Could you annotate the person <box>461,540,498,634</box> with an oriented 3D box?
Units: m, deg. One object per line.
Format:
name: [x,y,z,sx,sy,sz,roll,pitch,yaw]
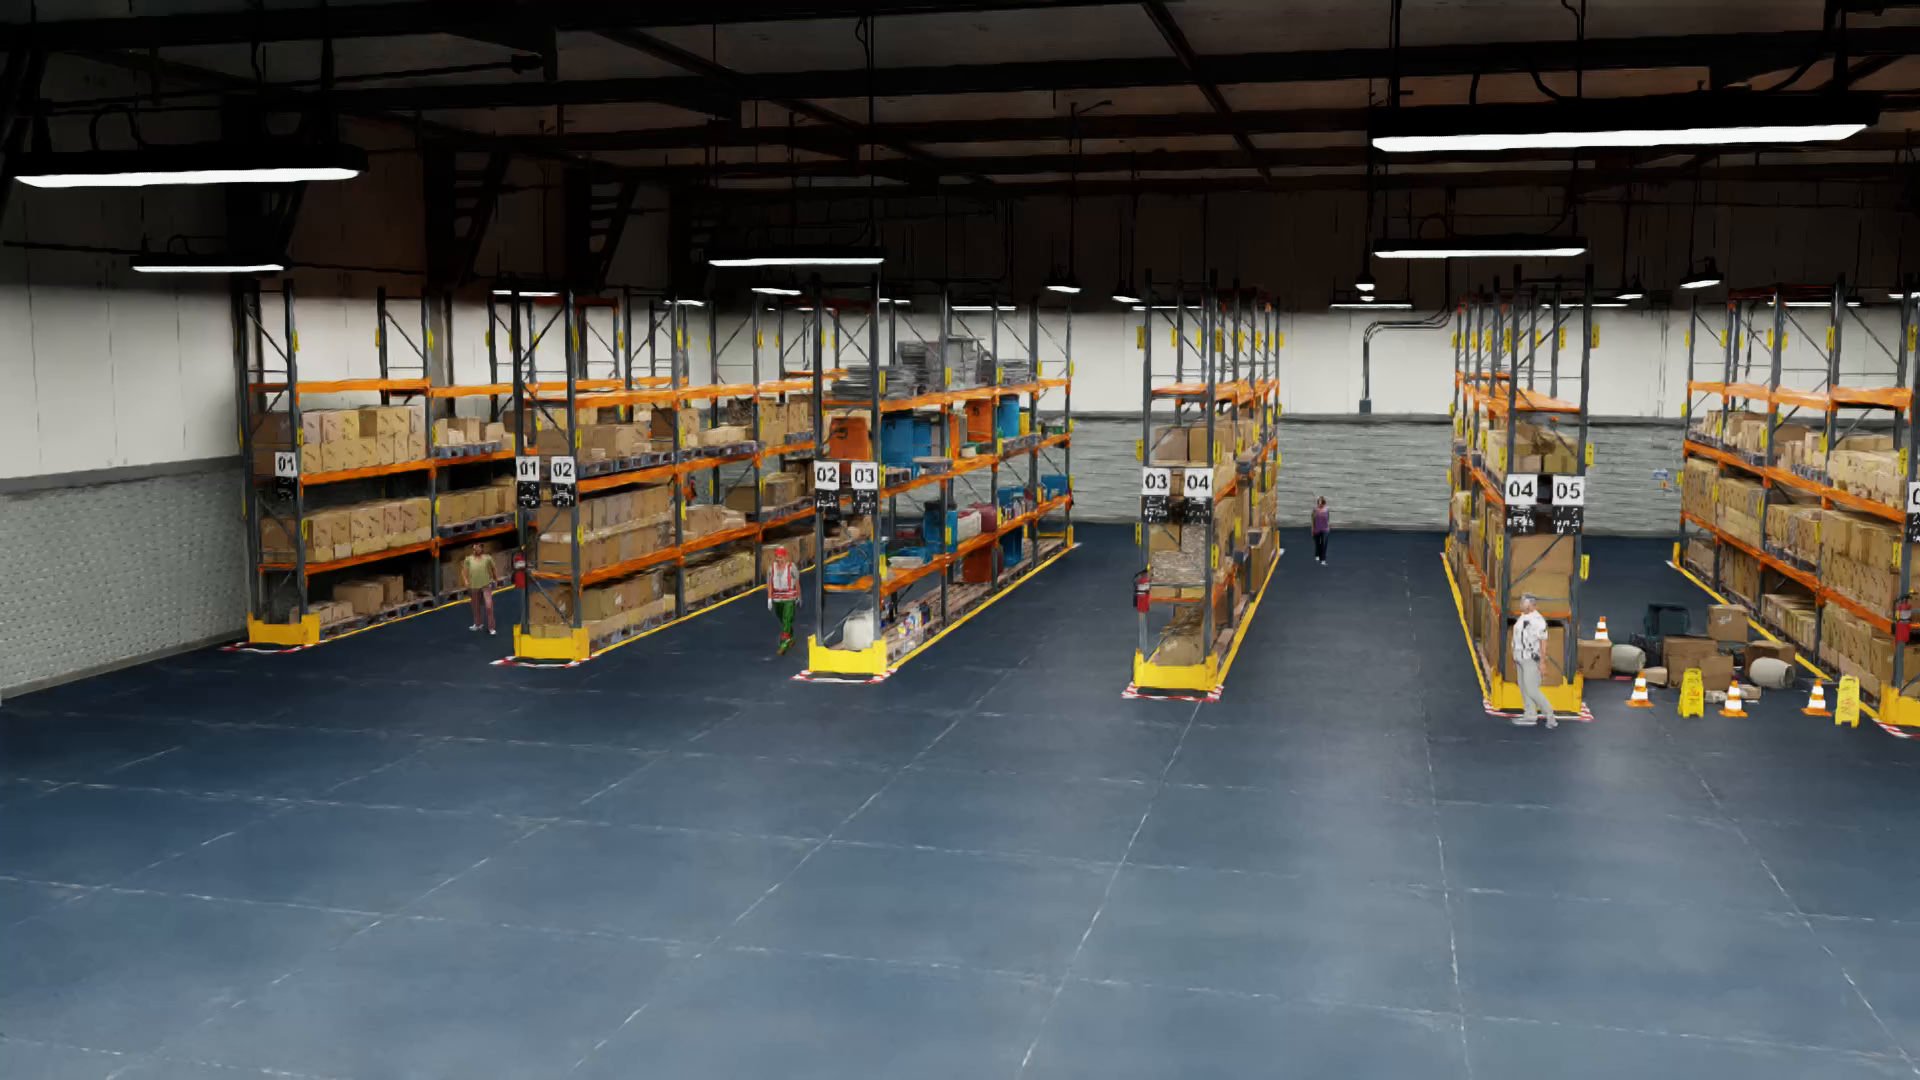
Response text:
person: [-8.197,0.787,28.481,0.611,1.601,0.817,0,7,-3]

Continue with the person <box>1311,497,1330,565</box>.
person: [8.060,-0.169,37.233,0.417,1.407,1.037,2,7,16]

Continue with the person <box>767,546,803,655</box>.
person: [-2.855,0.941,26.725,0.553,1.709,1.123,2,7,16]

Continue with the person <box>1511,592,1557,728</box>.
person: [7.471,1.552,21.620,0.523,1.751,0.715,-1,7,-7]
